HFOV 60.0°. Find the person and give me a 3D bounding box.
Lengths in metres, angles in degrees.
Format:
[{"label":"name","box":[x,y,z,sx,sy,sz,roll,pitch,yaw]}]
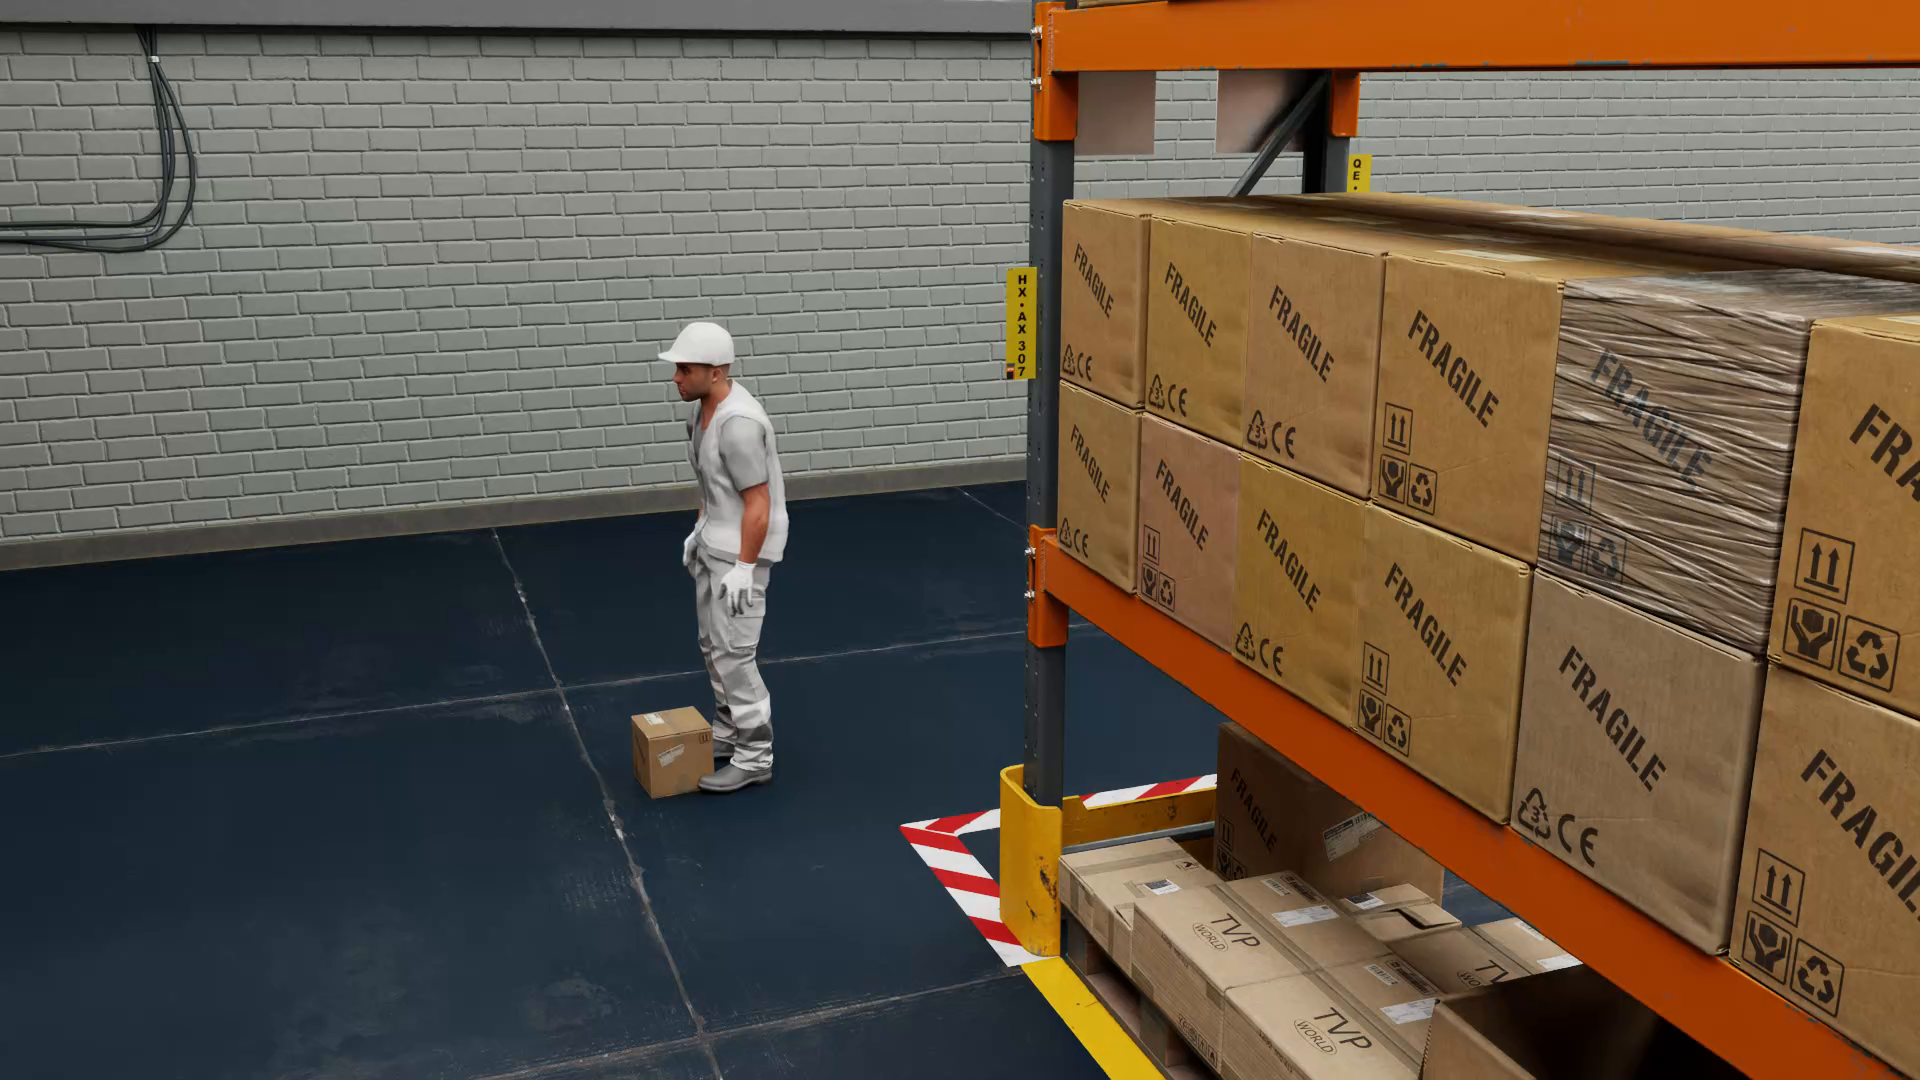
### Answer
[{"label":"person","box":[-0.886,0.062,6.267,0.445,1.780,0.620,-7,17,-23]}]
